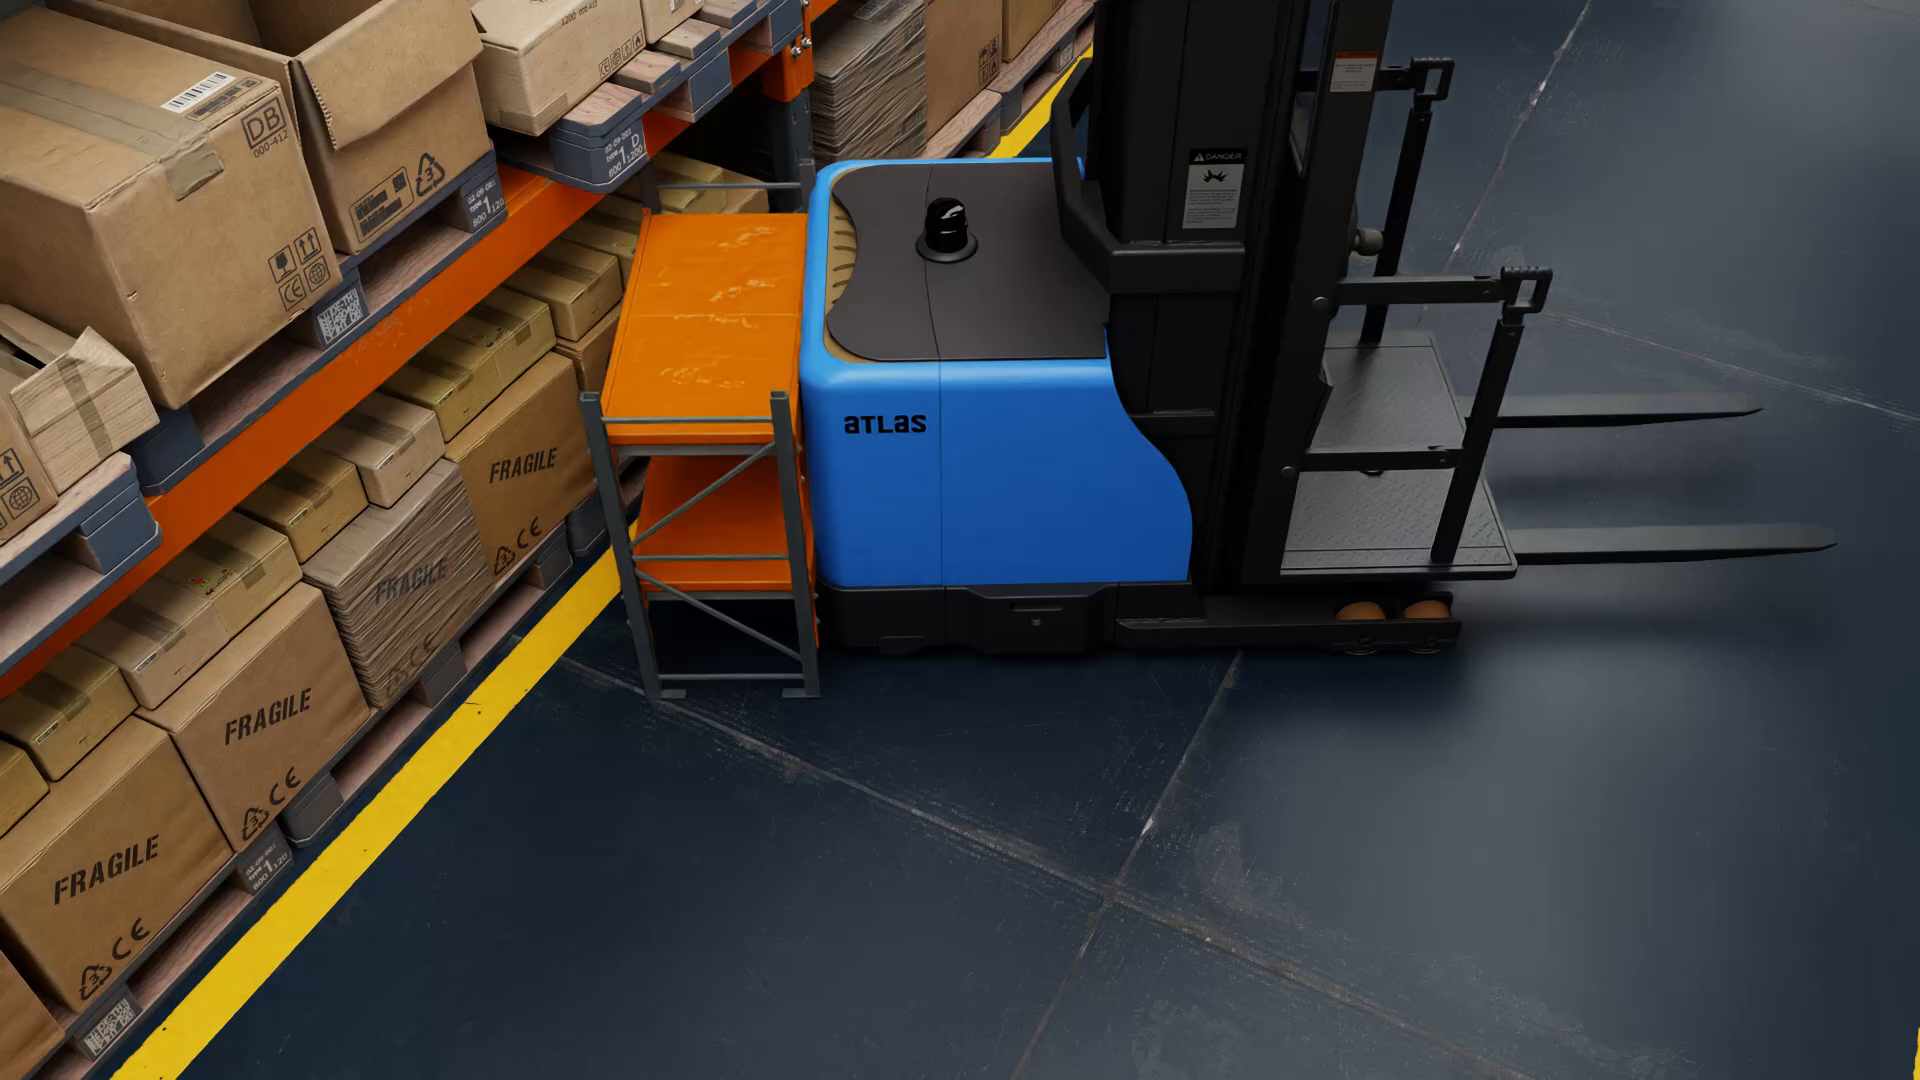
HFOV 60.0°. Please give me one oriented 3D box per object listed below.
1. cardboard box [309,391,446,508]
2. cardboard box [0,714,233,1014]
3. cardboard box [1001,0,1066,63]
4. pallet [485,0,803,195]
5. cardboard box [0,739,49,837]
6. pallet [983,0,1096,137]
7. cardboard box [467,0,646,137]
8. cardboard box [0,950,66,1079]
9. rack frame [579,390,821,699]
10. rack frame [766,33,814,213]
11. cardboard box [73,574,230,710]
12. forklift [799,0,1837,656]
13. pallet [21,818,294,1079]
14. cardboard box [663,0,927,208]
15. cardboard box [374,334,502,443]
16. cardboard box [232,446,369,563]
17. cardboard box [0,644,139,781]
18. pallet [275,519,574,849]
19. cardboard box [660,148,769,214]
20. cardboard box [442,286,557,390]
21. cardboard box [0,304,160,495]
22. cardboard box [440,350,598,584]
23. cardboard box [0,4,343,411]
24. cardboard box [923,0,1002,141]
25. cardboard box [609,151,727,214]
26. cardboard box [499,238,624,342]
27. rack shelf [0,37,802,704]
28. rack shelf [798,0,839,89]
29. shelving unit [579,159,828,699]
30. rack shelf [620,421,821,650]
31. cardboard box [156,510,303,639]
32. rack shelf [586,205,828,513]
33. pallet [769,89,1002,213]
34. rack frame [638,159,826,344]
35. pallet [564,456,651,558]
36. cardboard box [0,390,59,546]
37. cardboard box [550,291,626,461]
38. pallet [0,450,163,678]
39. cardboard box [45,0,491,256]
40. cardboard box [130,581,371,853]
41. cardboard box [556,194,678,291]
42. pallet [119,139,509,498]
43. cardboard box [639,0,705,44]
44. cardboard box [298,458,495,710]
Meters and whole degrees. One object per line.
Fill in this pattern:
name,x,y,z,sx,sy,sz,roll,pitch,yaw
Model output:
cardboard box,-1.605,-0.266,4.410,0.380,0.149,0.250,18,48,17
cardboard box,-2.154,0.692,3.920,0.500,0.500,0.500,20,49,19
cardboard box,-0.049,-2.530,7.016,0.875,0.625,0.625,19,48,17
pallet,-1.212,-1.473,4.731,1.213,0.211,1.003,20,49,19
cardboard box,-2.245,0.529,3.624,0.380,0.149,0.250,18,48,17
pallet,0.025,-2.281,7.356,1.003,0.211,1.213,20,49,19
cardboard box,-1.163,-1.314,4.249,0.500,0.250,0.500,18,48,17
cardboard box,-2.393,1.030,3.585,0.500,0.500,0.500,22,49,21
rack frame,-0.657,0.049,4.394,0.500,1.125,0.032,0,45,1
rack frame,-0.960,-1.990,5.108,1.000,3.000,0.127,20,49,19
cardboard box,-1.981,0.207,3.943,0.380,0.149,0.250,20,49,19
forklift,1.079,-1.069,4.246,3.031,2.935,1.130,-1,45,-1
pallet,-2.472,0.985,4.128,1.003,0.211,1.213,20,49,19
cardboard box,-0.658,-1.691,6.187,0.875,0.625,0.625,22,49,20
cardboard box,-1.503,-0.450,4.592,0.380,0.149,0.250,20,49,18
cardboard box,-1.764,-0.128,4.274,0.380,0.149,0.250,21,49,19
cardboard box,-2.130,0.352,3.799,0.380,0.149,0.250,20,49,18
pallet,-1.907,0.214,4.891,1.003,0.211,1.213,20,49,19
cardboard box,-0.966,-0.922,5.514,0.500,0.500,0.500,22,49,20
cardboard box,-1.388,-0.608,4.748,0.380,0.149,0.250,22,49,20
cardboard box,-1.832,-0.319,3.256,0.396,0.266,0.258,23,50,21
cardboard box,-1.448,-0.279,4.879,0.500,0.500,0.500,22,49,21
cardboard box,-1.789,-0.705,3.472,0.700,0.500,0.500,20,49,19
cardboard box,-0.362,-2.106,6.596,0.875,0.625,0.625,22,49,20
cardboard box,-0.965,-1.092,5.227,0.380,0.149,0.250,18,48,17
cardboard box,-1.225,-0.759,4.897,0.380,0.149,0.250,19,48,18
rack shelf,-1.888,-0.477,4.119,1.077,0.370,4.000,20,49,19
rack shelf,-0.031,-2.997,6.609,1.077,0.370,4.000,20,49,19
shelving unit,-0.657,-0.312,4.752,0.538,1.125,1.048,0,45,1
rack shelf,-0.654,-0.140,4.926,0.538,0.278,1.000,0,45,1
cardboard box,-1.864,0.051,4.096,0.380,0.149,0.250,22,49,20
rack shelf,-0.660,-0.519,4.544,0.538,0.278,1.000,0,45,1
pallet,-0.543,-1.516,6.600,1.003,0.211,1.213,20,49,19
rack frame,-0.657,-0.673,5.110,0.500,1.125,0.032,0,45,1
pallet,-1.340,-0.552,5.647,1.003,0.211,1.213,20,49,19
cardboard box,-2.153,-0.210,2.983,0.700,0.500,0.500,21,49,19
cardboard box,-1.207,-0.610,5.206,0.500,0.500,0.500,20,49,18
pallet,-2.349,0.130,3.148,1.003,0.211,1.213,20,49,19
cardboard box,-1.554,-1.085,3.845,0.797,0.503,0.637,19,48,18
cardboard box,-1.919,0.379,4.229,0.500,0.500,0.500,19,48,18
cardboard box,-1.064,-0.910,5.047,0.380,0.149,0.250,18,48,17
pallet,-1.858,-0.696,3.964,1.003,0.211,1.213,20,49,19
cardboard box,-0.925,-1.509,4.514,0.380,0.149,0.250,21,49,20
cardboard box,-1.672,0.054,4.550,0.500,0.500,0.500,19,48,18
